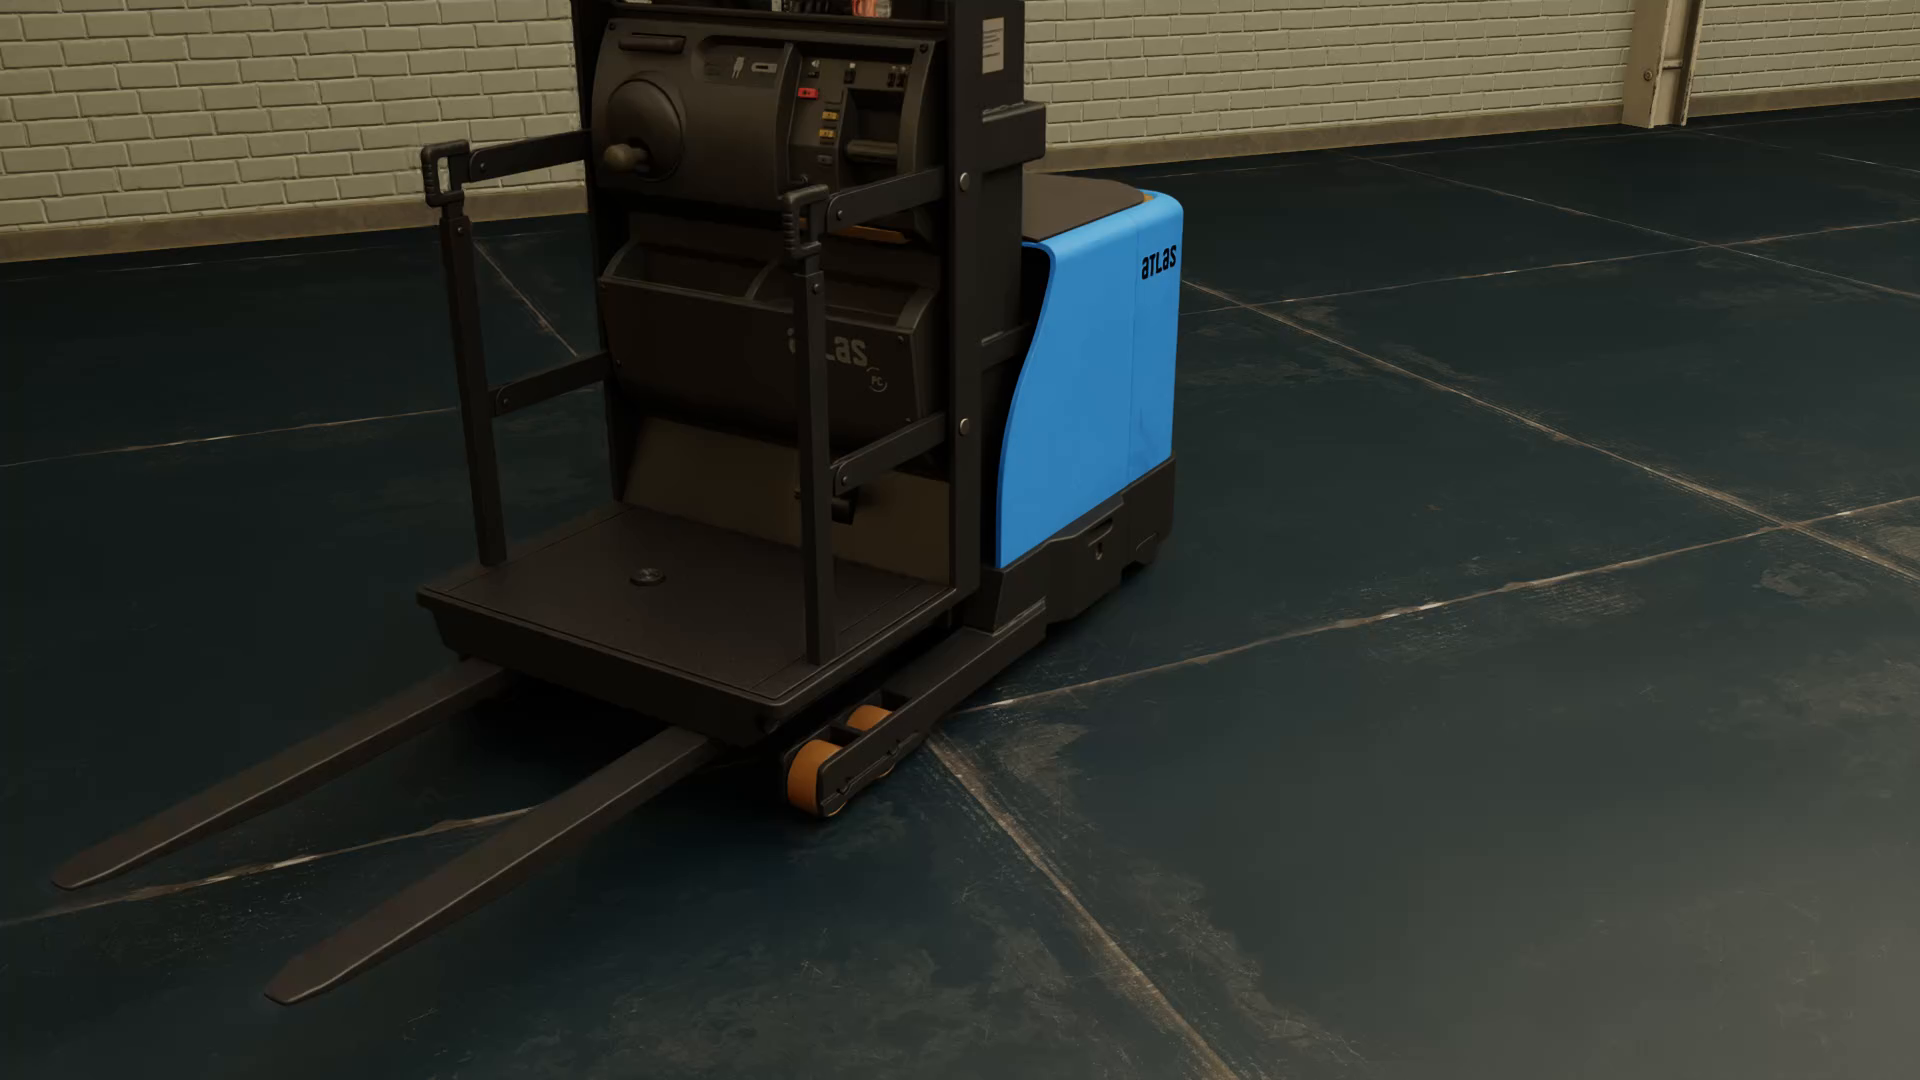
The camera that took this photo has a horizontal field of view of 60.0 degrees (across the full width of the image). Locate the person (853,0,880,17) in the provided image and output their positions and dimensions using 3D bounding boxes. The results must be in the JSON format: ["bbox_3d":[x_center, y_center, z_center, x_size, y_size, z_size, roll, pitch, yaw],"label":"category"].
[{"bbox_3d":[-0.325,-1.163,5.838,0.598,1.613,0.916,-5,23,-13],"label":"person"}]

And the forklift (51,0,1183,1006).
[{"bbox_3d":[-0.573,-0.951,3.576,1.130,2.935,3.031,14,26,29],"label":"forklift"}]
